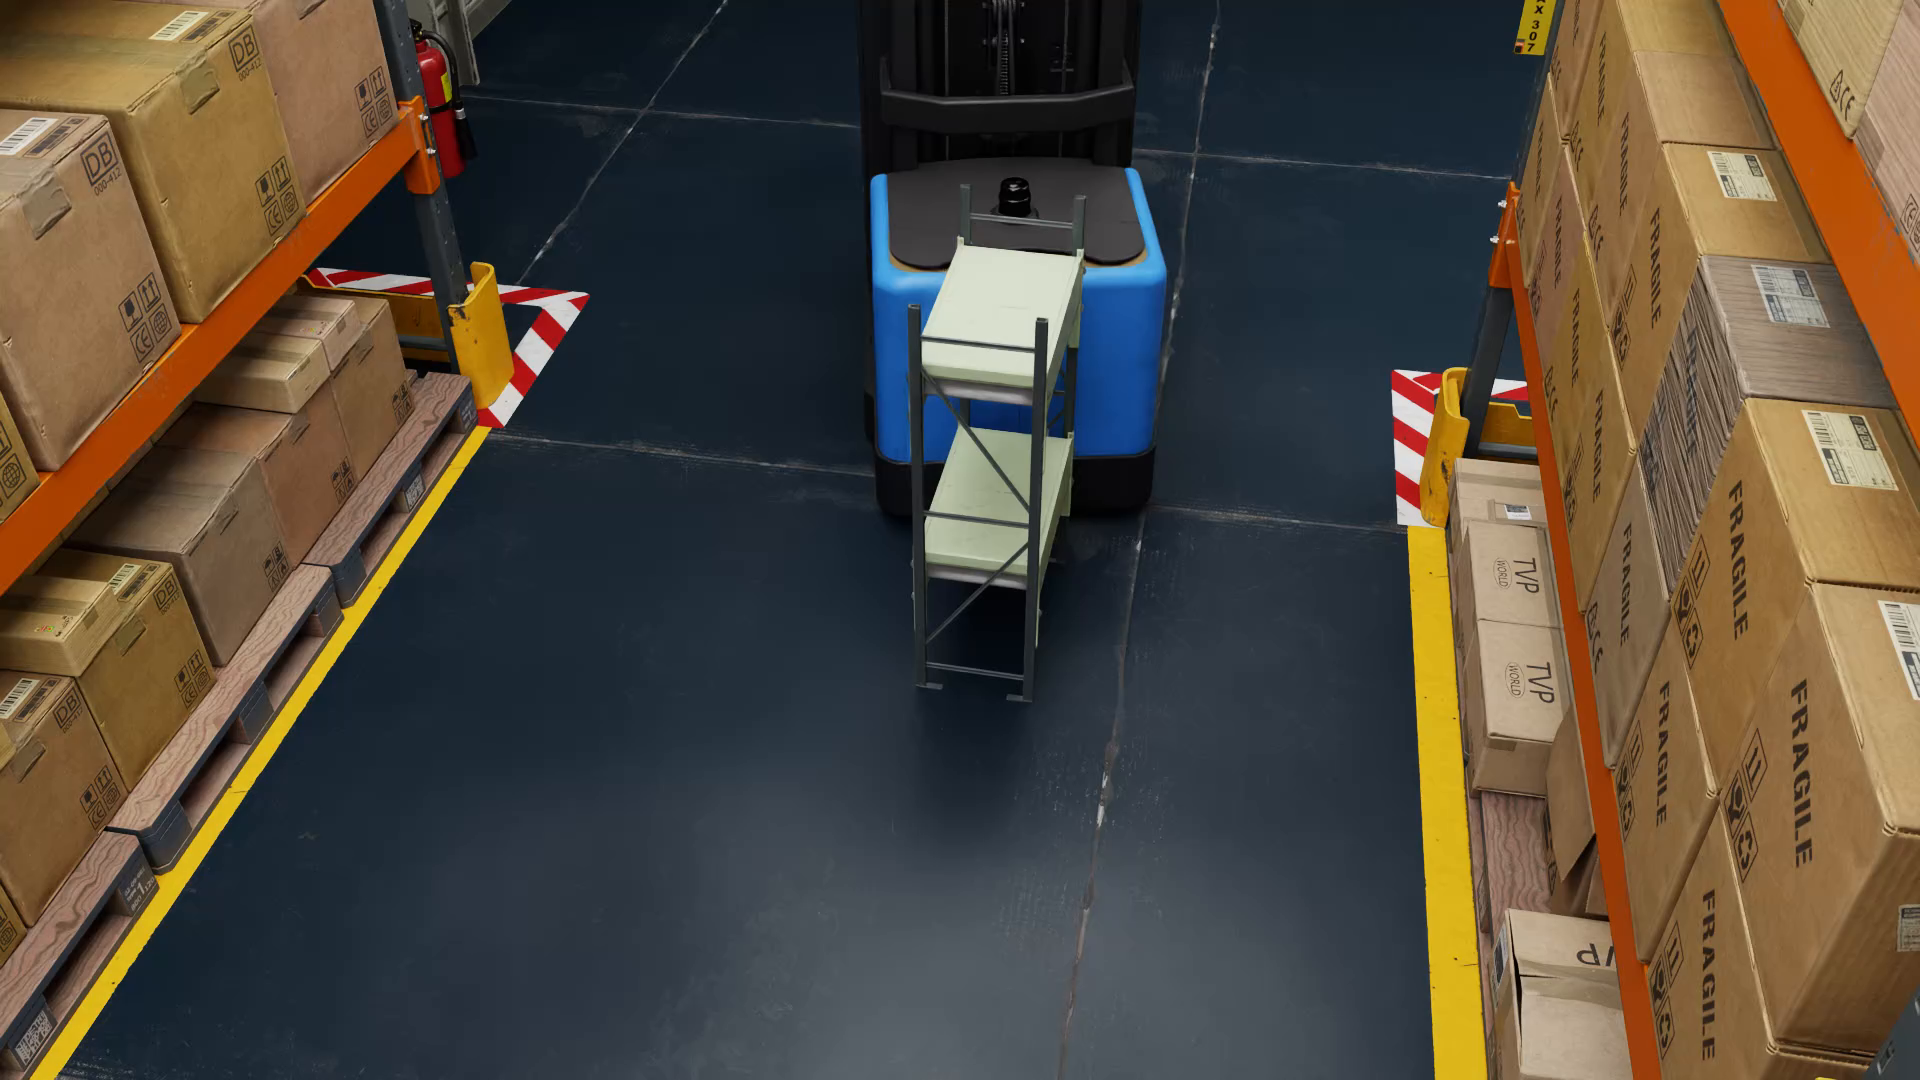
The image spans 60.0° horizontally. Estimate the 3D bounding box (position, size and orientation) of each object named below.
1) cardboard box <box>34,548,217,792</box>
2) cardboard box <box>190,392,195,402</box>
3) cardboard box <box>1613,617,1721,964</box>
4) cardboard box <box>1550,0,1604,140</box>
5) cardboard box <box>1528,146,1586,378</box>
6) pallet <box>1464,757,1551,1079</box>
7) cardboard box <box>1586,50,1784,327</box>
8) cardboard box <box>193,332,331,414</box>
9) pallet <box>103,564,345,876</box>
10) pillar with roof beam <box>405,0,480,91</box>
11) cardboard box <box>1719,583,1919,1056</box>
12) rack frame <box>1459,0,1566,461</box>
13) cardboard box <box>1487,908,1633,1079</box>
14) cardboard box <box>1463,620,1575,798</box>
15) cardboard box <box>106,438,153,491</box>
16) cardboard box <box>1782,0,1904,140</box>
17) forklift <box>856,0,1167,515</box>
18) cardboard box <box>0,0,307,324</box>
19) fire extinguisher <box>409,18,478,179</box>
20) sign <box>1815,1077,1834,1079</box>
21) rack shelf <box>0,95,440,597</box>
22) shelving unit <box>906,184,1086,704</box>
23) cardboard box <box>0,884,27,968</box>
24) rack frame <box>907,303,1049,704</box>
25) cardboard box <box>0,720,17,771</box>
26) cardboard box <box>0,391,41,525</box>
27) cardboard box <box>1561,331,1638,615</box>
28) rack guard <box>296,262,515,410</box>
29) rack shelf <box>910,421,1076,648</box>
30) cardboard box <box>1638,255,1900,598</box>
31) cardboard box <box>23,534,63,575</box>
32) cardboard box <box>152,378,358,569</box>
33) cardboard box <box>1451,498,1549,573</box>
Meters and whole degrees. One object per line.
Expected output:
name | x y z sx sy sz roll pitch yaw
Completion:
cardboard box | -2.786 0.372 5.079 0.700 0.500 0.500 7 40 9
cardboard box | -2.790 -0.626 5.776 0.380 0.149 0.250 6 40 8
cardboard box | 1.604 0.504 3.207 0.500 0.500 0.500 7 40 9
cardboard box | 2.038 -1.476 4.818 0.500 0.500 0.500 8 40 9
cardboard box | 1.954 -0.766 4.744 0.500 0.500 0.500 6 40 7
pallet | 2.011 1.085 4.773 1.003 0.211 1.213 6 40 8
cardboard box | 1.863 -0.834 4.041 0.500 0.500 0.500 7 40 8
cardboard box | -2.414 -0.582 5.724 0.380 0.149 0.250 7 40 9
pallet | -2.780 0.503 5.476 1.003 0.211 1.213 6 40 8
pillar with roof beam | 1.350 -5.473 5.807 9.100 9.000 0.400 6 40 8
cardboard box | 1.514 0.439 2.502 0.500 0.500 0.500 7 40 8
rack frame | 2.374 -1.302 5.470 1.000 3.000 0.127 6 40 8
cardboard box | 1.631 1.216 4.190 0.500 0.311 0.500 6 40 8
cardboard box | 1.828 0.526 5.072 0.500 0.250 0.500 6 40 8
cardboard box | -2.877 -0.309 5.393 0.380 0.149 0.250 7 40 8
cardboard box | 1.679 -0.851 2.689 0.500 0.250 0.500 6 40 8
forklift | 0.134 -2.146 6.545 1.130 2.935 3.031 -2 40 -2
cardboard box | -2.699 -1.182 5.090 0.980 0.700 0.700 6 40 7
fire extinguisher | -2.025 -1.716 6.325 0.296 0.674 0.183 6 40 8
sign | 1.146 0.820 2.225 0.100 0.325 0.005 6 40 8
rack shelf | -2.852 -0.313 4.839 1.077 0.370 4.000 6 40 8
shelving unit | 0.123 -0.288 5.422 0.431 1.500 0.755 7 40 9
cardboard box | -2.967 1.008 4.309 0.700 0.500 0.500 7 40 8
rack frame | 0.050 -0.060 5.145 0.400 1.500 0.023 7 40 9
cardboard box | -2.728 0.564 4.337 0.380 0.149 0.250 8 40 9
cardboard box | -2.956 -0.247 3.959 0.980 0.700 0.700 5 40 7
cardboard box | 1.776 -0.138 3.985 0.500 0.500 0.500 7 40 8
rack guard | -2.501 -0.897 6.943 1.175 0.500 0.348 6 40 8
rack shelf | 0.123 -0.037 5.629 0.431 0.370 0.720 7 40 9
cardboard box | 1.688 -0.199 3.274 0.500 0.500 0.500 7 40 8
cardboard box | -2.965 0.011 5.006 0.380 0.149 0.250 6 40 7
cardboard box | -2.615 -0.280 5.866 0.700 0.500 0.500 6 40 8
cardboard box | 1.920 0.003 5.771 0.380 0.166 0.250 6 40 8
